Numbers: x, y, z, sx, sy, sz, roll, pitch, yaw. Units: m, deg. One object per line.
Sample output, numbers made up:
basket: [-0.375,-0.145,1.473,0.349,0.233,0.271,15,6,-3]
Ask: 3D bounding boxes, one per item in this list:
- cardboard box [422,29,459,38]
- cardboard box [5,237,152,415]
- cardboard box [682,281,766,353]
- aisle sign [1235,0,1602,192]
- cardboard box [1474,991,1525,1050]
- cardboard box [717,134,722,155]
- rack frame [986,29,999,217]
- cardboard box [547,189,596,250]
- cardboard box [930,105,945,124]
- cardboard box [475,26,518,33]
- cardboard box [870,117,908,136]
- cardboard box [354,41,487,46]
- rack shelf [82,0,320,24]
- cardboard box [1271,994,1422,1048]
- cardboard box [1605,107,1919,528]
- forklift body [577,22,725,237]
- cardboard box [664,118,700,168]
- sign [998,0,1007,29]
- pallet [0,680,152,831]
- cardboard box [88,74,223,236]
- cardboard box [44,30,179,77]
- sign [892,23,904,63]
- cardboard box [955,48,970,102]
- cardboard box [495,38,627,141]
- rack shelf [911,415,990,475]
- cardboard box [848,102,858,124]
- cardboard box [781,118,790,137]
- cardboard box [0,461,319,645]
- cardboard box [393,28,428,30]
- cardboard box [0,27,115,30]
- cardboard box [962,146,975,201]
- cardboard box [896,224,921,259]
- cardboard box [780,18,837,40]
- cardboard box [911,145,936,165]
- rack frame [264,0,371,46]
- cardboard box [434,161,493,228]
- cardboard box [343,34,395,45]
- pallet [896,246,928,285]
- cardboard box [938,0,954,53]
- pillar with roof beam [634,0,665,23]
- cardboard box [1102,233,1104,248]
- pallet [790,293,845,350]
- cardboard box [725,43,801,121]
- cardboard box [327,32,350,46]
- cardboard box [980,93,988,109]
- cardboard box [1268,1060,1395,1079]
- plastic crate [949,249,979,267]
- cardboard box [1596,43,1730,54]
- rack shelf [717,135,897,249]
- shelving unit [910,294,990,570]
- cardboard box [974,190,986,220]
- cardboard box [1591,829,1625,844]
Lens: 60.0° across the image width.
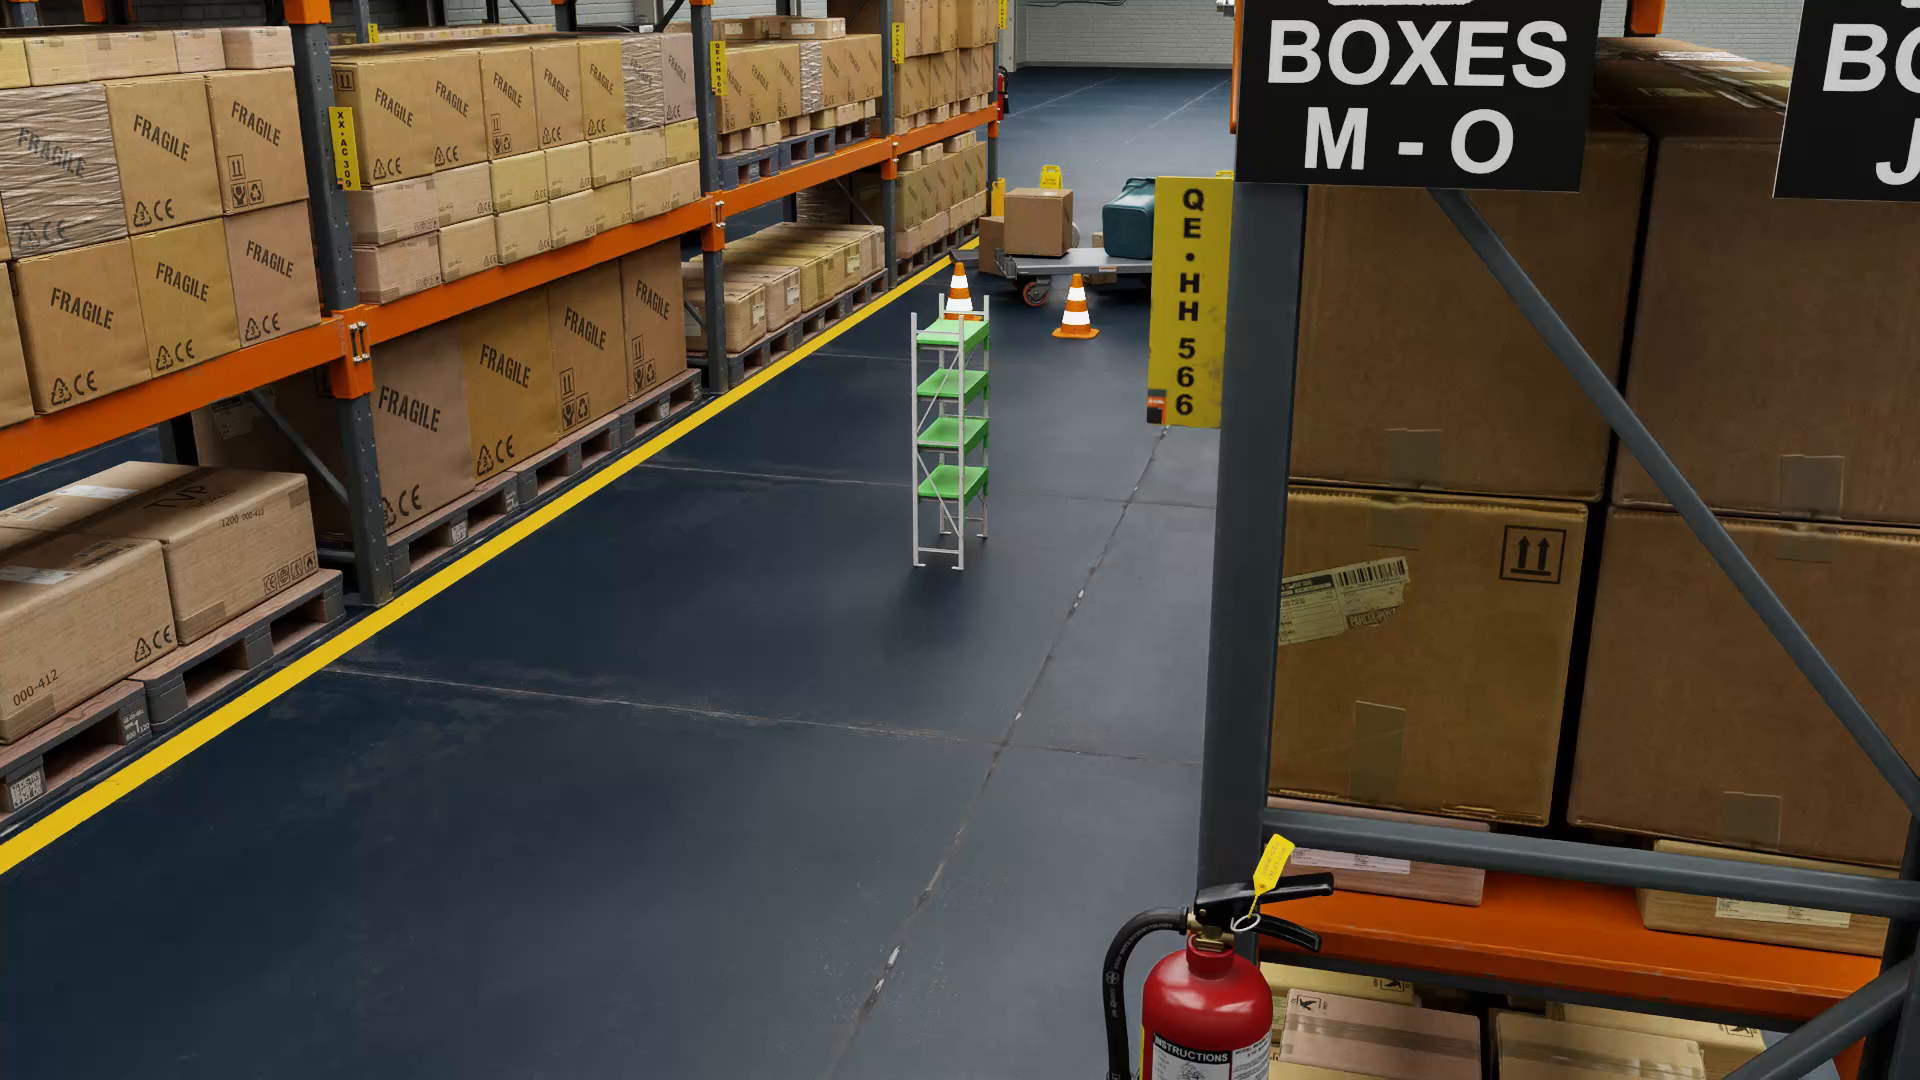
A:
cardboard box: [-5.272,-5.051,16.716,0.380,0.149,0.250,5,19,13]
cardboard box: [-3.110,-0.732,5.536,0.500,0.500,0.500,4,19,13]
cardboard box: [-1.891,-1.556,11.519,0.950,0.372,0.625,3,19,10]
aisle sign: [0.523,-0.789,1.835,0.394,0.787,0.004,5,19,13]
cardboard box: [1.447,1.128,4.006,0.380,0.149,0.250,5,19,14]
cardboard box: [-1.779,-2.592,10.874,0.380,0.149,0.250,4,19,10]
rack frame: [-0.084,-4.932,17.987,1.000,3.000,0.127,5,19,13]
cardboard box: [-2.256,-1.695,8.741,0.500,0.250,0.500,4,19,12]
cardboard box: [-0.352,-4.033,15.744,0.380,0.149,0.250,5,19,14]
cardboard box: [-4.982,-5.453,17.893,0.380,0.149,0.250,5,19,14]
cardboard box: [-0.673,-3.633,14.572,0.380,0.149,0.250,5,19,13]
cardboard box: [-2.776,-2.335,8.681,0.500,0.500,0.500,5,19,14]
rack shelf: [-3.505,-1.623,4.771,1.077,0.370,4.000,5,19,13]
cardboard box: [0.809,1.101,3.625,0.380,0.149,0.250,4,19,11]
cardboard box: [1.199,-0.339,2.378,0.500,0.500,0.500,5,19,13]
forklift body: [-3.592,-4.183,17.106,2.313,2.155,1.214,5,19,13]
cardboard box: [-1.911,-2.418,10.086,0.500,0.250,0.500,5,19,13]
sign: [0.449,-5.580,17.602,0.100,0.325,0.005,5,19,13]
pallet: [-3.574,0.764,5.623,1.003,0.211,1.213,5,19,13]
cardboard box: [-2.995,-1.363,5.837,0.500,0.500,0.500,4,19,13]
cardboard box: [-3.023,-1.725,5.893,0.380,0.149,0.250,5,19,13]
sign: [-0.522,-4.184,14.004,0.100,0.325,0.005,5,19,13]
cardboard box: [-0.202,-4.615,16.444,0.500,0.500,0.500,5,19,13]
cardboard box: [-2.157,-2.446,9.006,0.500,0.500,0.500,5,19,13]
rack shelf: [-0.040,-0.455,7.862,0.258,0.148,0.480,5,19,13]
cardboard box: [-1.029,-3.410,13.270,0.380,0.149,0.250,4,19,12]
cardboard box: [-1.464,-3.018,12.121,0.380,0.149,0.250,5,20,16]
cardboard box: [-3.273,0.031,6.770,0.875,0.438,0.875,4,19,13]
cardboard box: [-5.654,-5.164,17.047,0.380,0.149,0.250,5,20,15]
cardboard box: [-3.392,-1.838,6.224,0.380,0.149,0.250,5,19,14]
cardboard box: [-0.151,-3.749,16.967,0.500,0.500,0.500,5,20,15]
cardboard box: [-0.655,-2.740,15.172,0.500,0.250,0.500,4,19,11]
cardboard box: [-1.155,-3.905,12.711,0.380,0.149,0.250,4,19,11]
cardboard box: [-0.443,-3.597,15.519,0.380,0.149,0.250,5,20,15]
rack frame: [-5.876,-4.069,15.461,1.000,3.000,0.127,5,19,13]
cardboard box: [-2.535,-1.618,7.742,0.500,0.250,0.500,5,19,14]
cardboard box: [-5.510,-4.641,15.515,0.380,0.149,0.250,5,20,14]
pallet: [-0.932,-2.572,15.392,1.003,0.211,1.213,5,19,13]
cardboard box: [-0.449,-4.774,15.362,0.700,0.500,0.500,4,19,12]
pillar with roof beam: [-0.302,-9.556,22.241,9.100,9.000,0.400,5,19,13]
cardboard box: [1.721,-2.771,15.311,0.797,0.637,0.503,5,19,13]
pallet: [-1.546,-1.731,12.929,1.003,0.211,1.213,5,19,13]
cardboard box: [-1.461,-3.265,11.842,0.500,0.500,0.500,5,19,14]
cardboard box: [-5.989,-4.764,15.875,0.380,0.149,0.250,4,19,12]
cardboard box: [0.078,-4.591,17.377,0.380,0.149,0.250,4,19,13]
cardboard box: [0.715,1.125,3.094,0.380,0.149,0.250,5,19,14]
plastic crate: [0.117,-2.724,16.039,0.402,0.080,0.583,-2,19,-6]
cardboard box: [1.835,-1.142,4.728,0.500,0.500,0.500,4,19,12]
rack shelf: [-1.550,-2.711,12.597,1.077,0.370,4.000,5,19,13]
shelving unit: [-0.040,-0.516,7.842,0.258,1.200,0.503,5,19,13]
cardboard box: [-0.027,-3.548,17.537,0.500,0.250,0.500,5,19,13]
cardboard box: [1.250,0.402,2.758,0.380,0.149,0.250,5,20,15]
